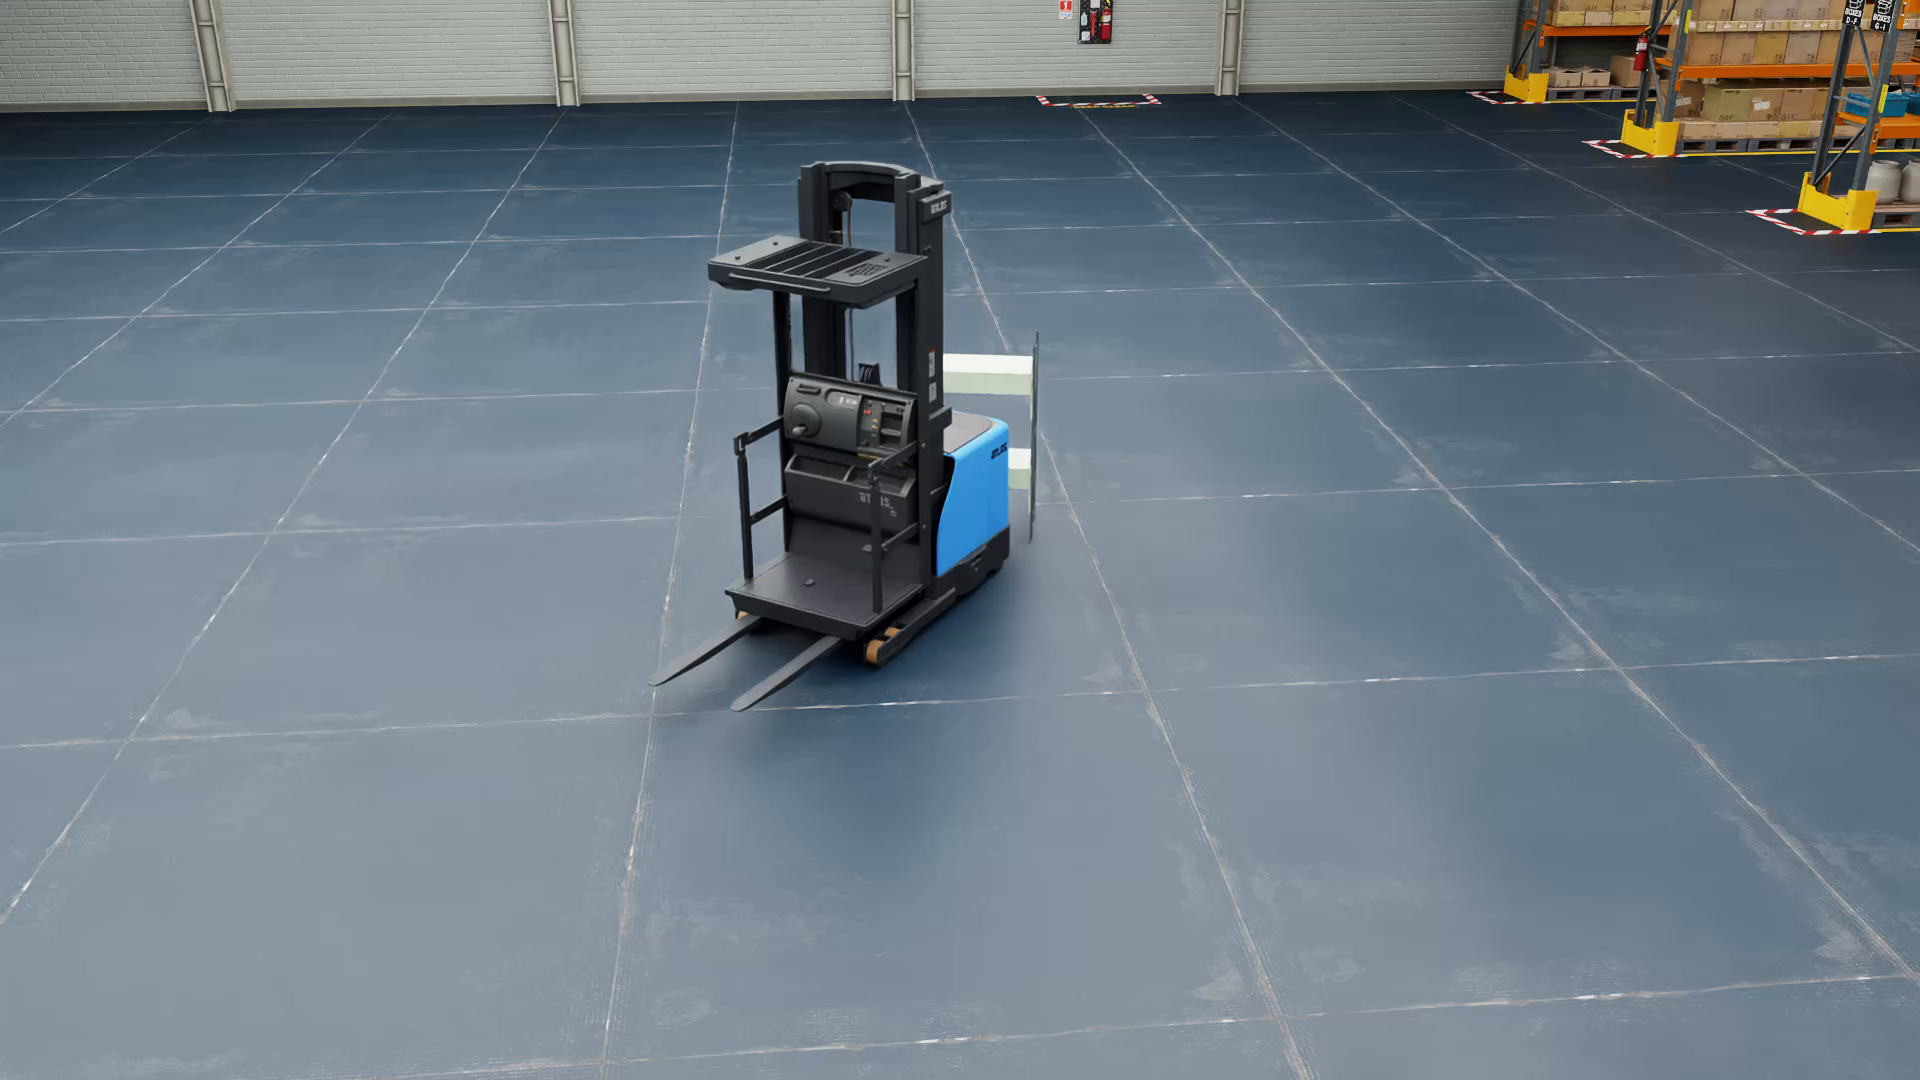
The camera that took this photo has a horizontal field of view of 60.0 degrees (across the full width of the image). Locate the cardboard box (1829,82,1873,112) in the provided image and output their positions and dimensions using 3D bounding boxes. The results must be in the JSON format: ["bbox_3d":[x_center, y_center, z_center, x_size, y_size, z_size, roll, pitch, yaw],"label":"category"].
[{"bbox_3d":[13.831,-6.829,25.866,0.500,0.500,0.500,-2,24,-5],"label":"cardboard box"}]

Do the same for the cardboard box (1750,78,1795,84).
[{"bbox_3d":[12.785,-6.998,26.247,0.500,0.500,0.500,-2,24,-5],"label":"cardboard box"}]

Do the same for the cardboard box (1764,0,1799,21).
[{"bbox_3d":[12.332,-8.211,25.310,0.500,0.500,0.700,-2,24,-5],"label":"cardboard box"}]

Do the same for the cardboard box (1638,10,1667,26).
[{"bbox_3d":[12.342,-9.411,29.890,0.500,0.250,0.500,-2,24,-5],"label":"cardboard box"}]

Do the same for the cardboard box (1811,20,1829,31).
[{"bbox_3d":[12.993,-7.856,25.309,0.250,0.149,0.380,-2,24,-3],"label":"cardboard box"}]

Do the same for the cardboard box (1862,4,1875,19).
[{"bbox_3d":[13.826,-8.271,25.444,0.500,0.500,0.700,-2,24,-5],"label":"cardboard box"}]

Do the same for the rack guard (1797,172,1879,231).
[{"bbox_3d":[11.343,-4.391,21.513,0.348,0.500,1.175,-2,24,-5],"label":"rack guard"}]

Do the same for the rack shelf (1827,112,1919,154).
[{"bbox_3d":[13.263,-5.262,21.282,4.000,0.370,1.077,-2,24,-5],"label":"rack shelf"}]

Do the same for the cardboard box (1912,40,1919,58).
[{"bbox_3d":[15.256,-7.642,25.934,0.500,0.250,0.500,-1,24,-2],"label":"cardboard box"}]

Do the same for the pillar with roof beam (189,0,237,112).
[{"bbox_3d":[-12.550,-9.936,23.526,0.400,9.000,9.100,-2,24,-5],"label":"pillar with roof beam"}]

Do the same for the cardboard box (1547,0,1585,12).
[{"bbox_3d":[10.803,-9.696,29.609,0.500,0.500,0.500,-2,24,-5],"label":"cardboard box"}]

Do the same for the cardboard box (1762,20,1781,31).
[{"bbox_3d":[12.228,-7.826,25.242,0.250,0.149,0.380,-3,24,-7],"label":"cardboard box"}]

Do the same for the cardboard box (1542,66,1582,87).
[{"bbox_3d":[10.996,-8.479,30.402,0.500,0.311,0.500,-5,24,-11],"label":"cardboard box"}]

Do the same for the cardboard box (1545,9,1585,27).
[{"bbox_3d":[10.816,-9.347,29.747,0.500,0.250,0.500,-3,24,-7],"label":"cardboard box"}]

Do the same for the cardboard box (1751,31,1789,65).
[{"bbox_3d":[12.272,-7.613,25.562,0.500,0.500,0.700,-2,24,-5],"label":"cardboard box"}]

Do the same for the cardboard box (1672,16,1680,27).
[{"bbox_3d":[11.151,-7.948,25.516,0.250,0.149,0.380,-3,24,-6],"label":"cardboard box"}]

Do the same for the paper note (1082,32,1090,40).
[{"bbox_3d":[2.293,-9.189,30.314,0.142,0.148,0.016,-2,24,-5],"label":"paper note"}]

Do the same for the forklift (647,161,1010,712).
[{"bbox_3d":[-0.812,-0.757,10.345,1.130,2.935,3.031,13,27,27],"label":"forklift"}]

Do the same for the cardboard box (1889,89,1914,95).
[{"bbox_3d":[15.145,-6.997,26.476,0.500,0.311,0.500,-2,24,-5],"label":"cardboard box"}]

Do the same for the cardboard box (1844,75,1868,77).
[{"bbox_3d":[16.533,-8.839,30.979,0.500,0.500,0.700,-2,24,-5],"label":"cardboard box"}]

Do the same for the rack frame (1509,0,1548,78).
[{"bbox_3d":[10.299,-9.515,29.965,0.127,3.000,1.000,-2,24,-5],"label":"rack frame"}]

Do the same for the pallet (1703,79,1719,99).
[{"bbox_3d":[13.614,-8.360,30.798,1.213,0.211,1.003,-2,24,-5],"label":"pallet"}]

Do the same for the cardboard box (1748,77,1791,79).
[{"bbox_3d":[15.010,-8.770,30.824,0.500,0.500,0.700,-1,24,-3],"label":"cardboard box"}]

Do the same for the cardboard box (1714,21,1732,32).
[{"bbox_3d":[11.463,-7.796,25.174,0.250,0.149,0.380,-3,24,-7],"label":"cardboard box"}]

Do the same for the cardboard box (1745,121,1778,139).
[{"bbox_3d":[12.340,-6.421,25.872,0.500,0.250,0.500,-2,24,-5],"label":"cardboard box"}]

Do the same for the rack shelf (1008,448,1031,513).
[{"bbox_3d":[0.174,-0.461,12.243,0.720,0.370,0.431,2,24,5],"label":"rack shelf"}]

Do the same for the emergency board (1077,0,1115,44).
[{"bbox_3d":[2.476,-9.570,30.088,0.643,1.169,0.194,-2,24,-5],"label":"emergency board"}]

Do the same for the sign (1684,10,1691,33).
[{"bbox_3d":[10.838,-7.721,24.764,0.005,0.325,0.100,-2,24,-5],"label":"sign"}]

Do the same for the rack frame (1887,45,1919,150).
[{"bbox_3d":[14.770,-7.673,25.820,0.127,3.000,1.000,-2,24,-5],"label":"rack frame"}]

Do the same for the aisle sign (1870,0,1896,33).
[{"bbox_3d":[11.230,-6.578,20.155,0.004,0.787,0.394,-2,24,-5],"label":"aisle sign"}]

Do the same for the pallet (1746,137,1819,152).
[{"bbox_3d":[12.758,-6.334,26.240,1.213,0.211,1.003,-2,24,-5],"label":"pallet"}]

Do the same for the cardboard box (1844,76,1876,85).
[{"bbox_3d":[14.278,-7.059,26.384,0.500,0.500,0.500,-2,24,-5],"label":"cardboard box"}]

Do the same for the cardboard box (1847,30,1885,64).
[{"bbox_3d":[13.805,-7.675,25.701,0.500,0.500,0.700,-3,24,-6],"label":"cardboard box"}]

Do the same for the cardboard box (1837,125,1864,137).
[{"bbox_3d":[13.831,-6.486,26.017,0.500,0.250,0.500,-2,24,-5],"label":"cardboard box"}]

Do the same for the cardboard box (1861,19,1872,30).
[{"bbox_3d":[13.752,-7.886,25.378,0.250,0.149,0.380,-2,24,-5],"label":"cardboard box"}]

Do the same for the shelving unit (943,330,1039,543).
[{"bbox_3d":[0.174,-0.759,12.111,0.755,1.500,0.431,2,24,5],"label":"shelving unit"}]

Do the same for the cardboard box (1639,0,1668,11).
[{"bbox_3d":[12.323,-9.756,29.742,0.500,0.500,0.500,-2,24,-3],"label":"cardboard box"}]

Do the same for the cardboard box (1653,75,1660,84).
[{"bbox_3d":[12.686,-8.518,30.689,0.250,0.149,0.380,-4,24,-9],"label":"cardboard box"}]

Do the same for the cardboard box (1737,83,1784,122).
[{"bbox_3d":[12.339,-6.769,25.731,0.500,0.500,0.500,-2,24,-5],"label":"cardboard box"}]

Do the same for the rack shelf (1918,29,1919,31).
[{"bbox_3d":[16.270,-9.426,30.650,4.000,0.370,1.077,-2,24,-5],"label":"rack shelf"}]
